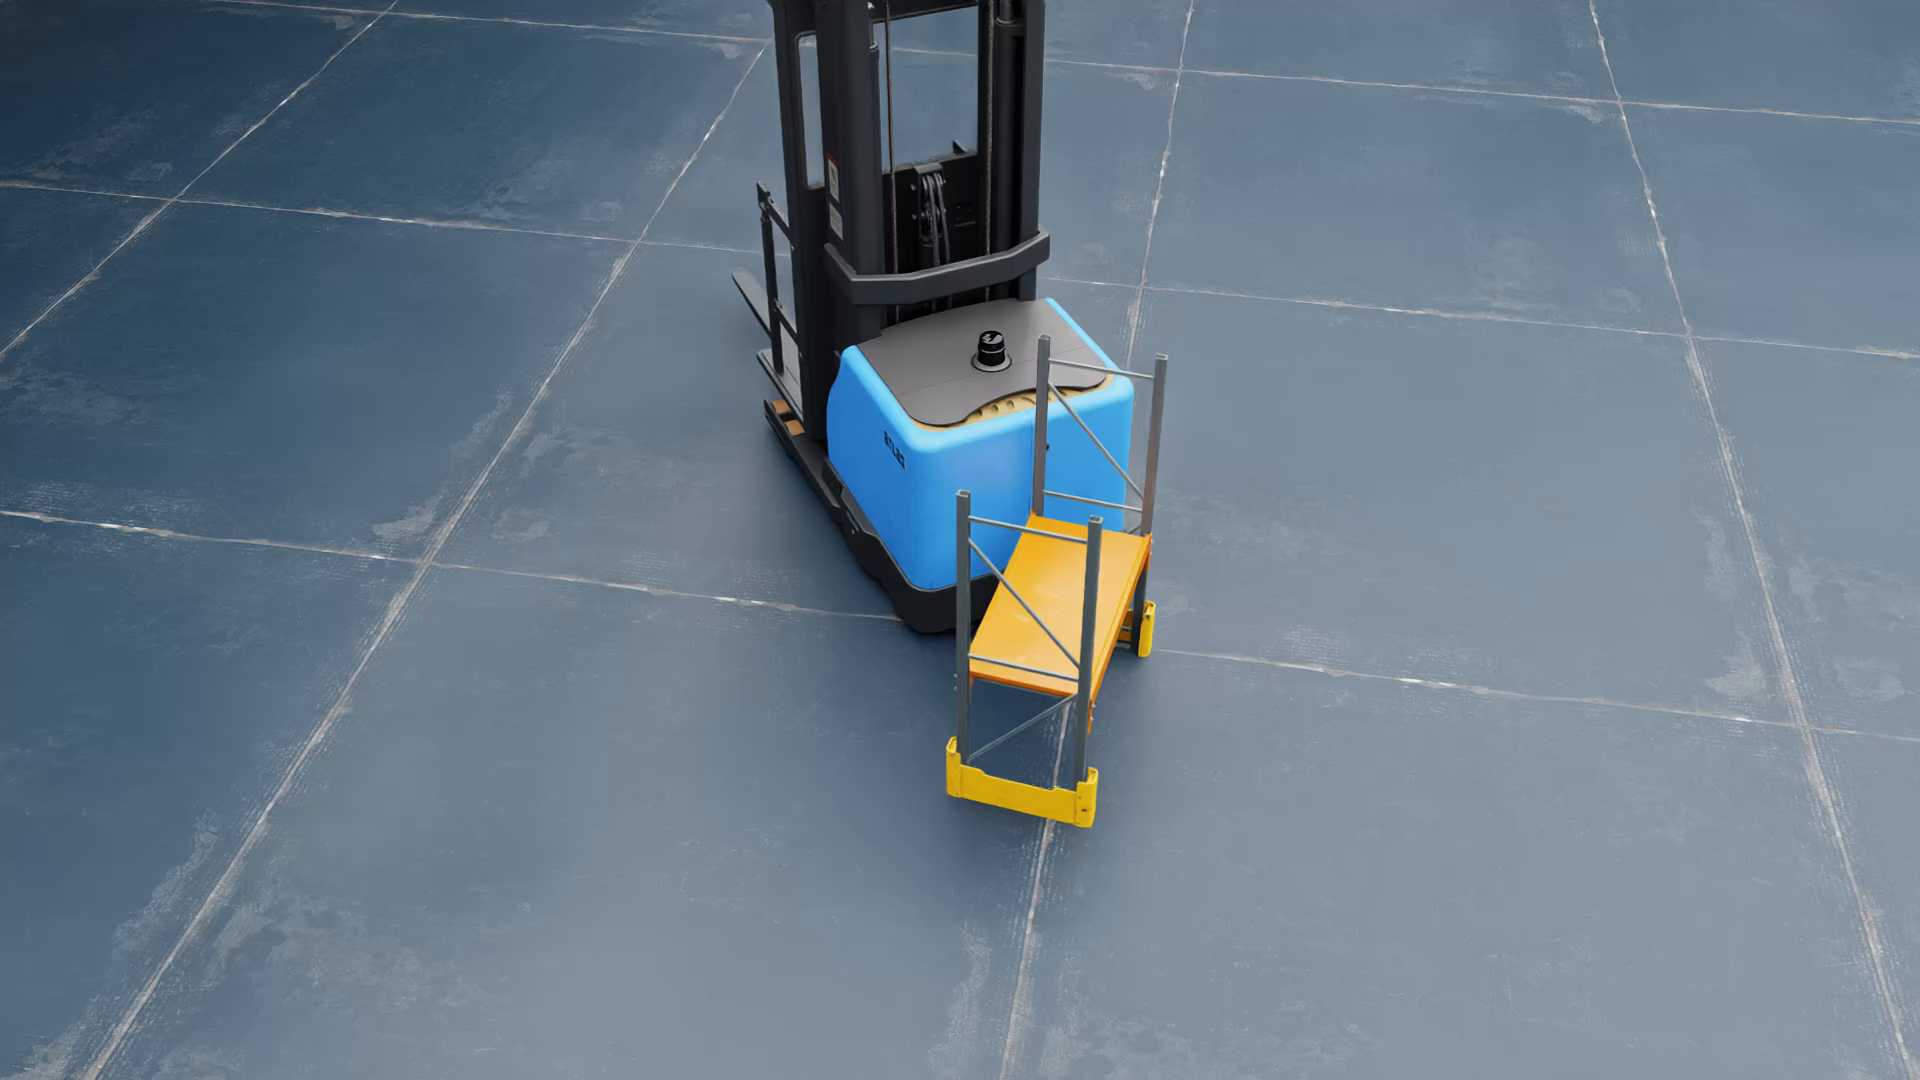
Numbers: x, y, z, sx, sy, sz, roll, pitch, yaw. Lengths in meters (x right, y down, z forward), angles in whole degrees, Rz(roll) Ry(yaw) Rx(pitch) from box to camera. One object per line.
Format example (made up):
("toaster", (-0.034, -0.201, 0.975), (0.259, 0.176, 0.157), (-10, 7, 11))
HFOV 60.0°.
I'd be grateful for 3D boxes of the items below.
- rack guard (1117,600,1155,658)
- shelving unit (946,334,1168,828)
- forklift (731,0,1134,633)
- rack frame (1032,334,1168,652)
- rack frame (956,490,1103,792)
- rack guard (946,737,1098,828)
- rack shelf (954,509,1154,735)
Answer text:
("rack guard", (0.539, 0.331, 7.154), (0.587, 0.250, 0.087), (12, 41, 14))
("shelving unit", (0.387, 0.151, 6.390), (0.587, 1.500, 1.083), (12, 41, 14))
("forklift", (-0.333, -1.667, 7.466), (1.130, 2.935, 3.031), (-16, 42, -19))
("rack frame", (0.539, -0.152, 6.756), (0.500, 1.500, 0.032), (12, 41, 14))
("rack frame", (0.229, 0.466, 6.010), (0.500, 1.500, 0.032), (12, 41, 14))
("rack guard", (0.235, 0.935, 6.422), (0.587, 0.250, 0.087), (12, 41, 14))
("rack shelf", (0.384, 0.296, 6.498), (0.538, 0.185, 1.000), (12, 41, 14))
